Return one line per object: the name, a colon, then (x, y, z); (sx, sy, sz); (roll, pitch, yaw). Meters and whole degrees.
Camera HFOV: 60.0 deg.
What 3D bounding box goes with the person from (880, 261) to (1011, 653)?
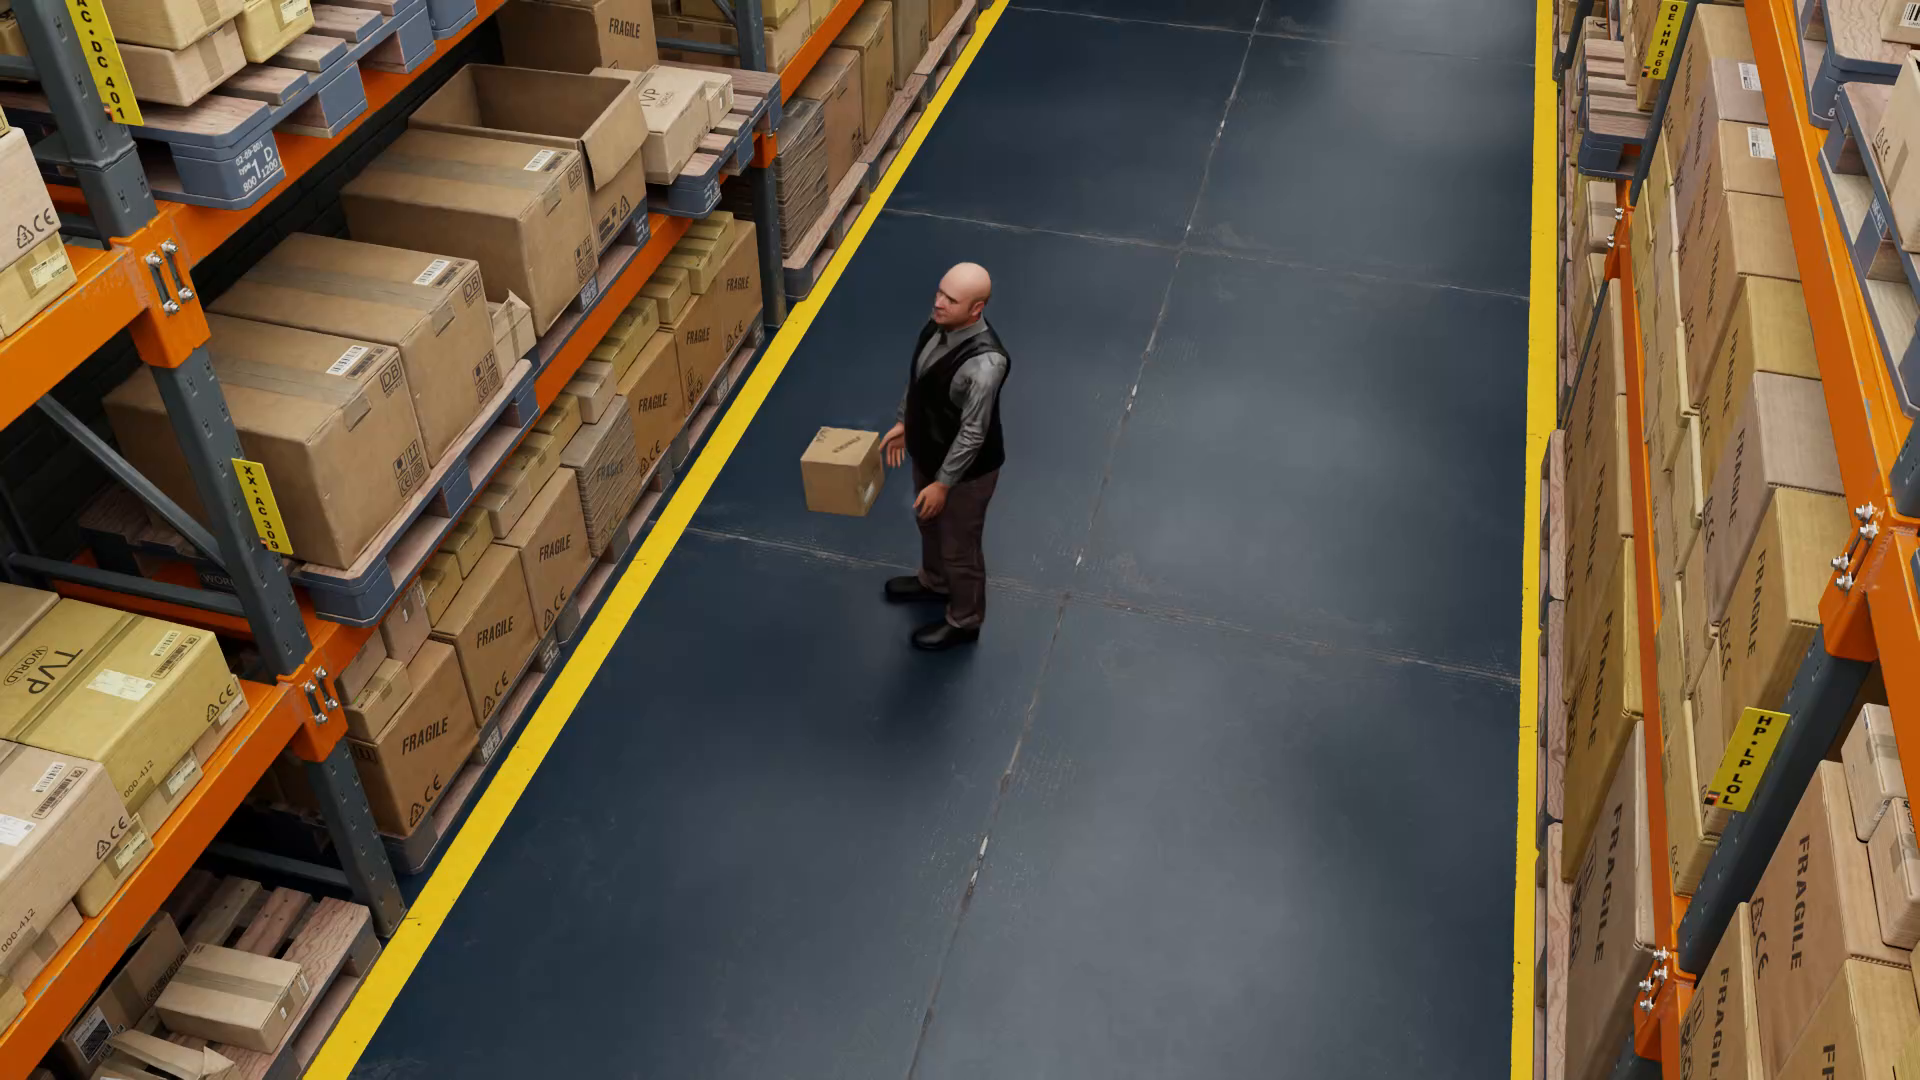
person: (-0.059, -0.317, 6.514); (0.414, 1.734, 0.581); (-17, 43, -18)
